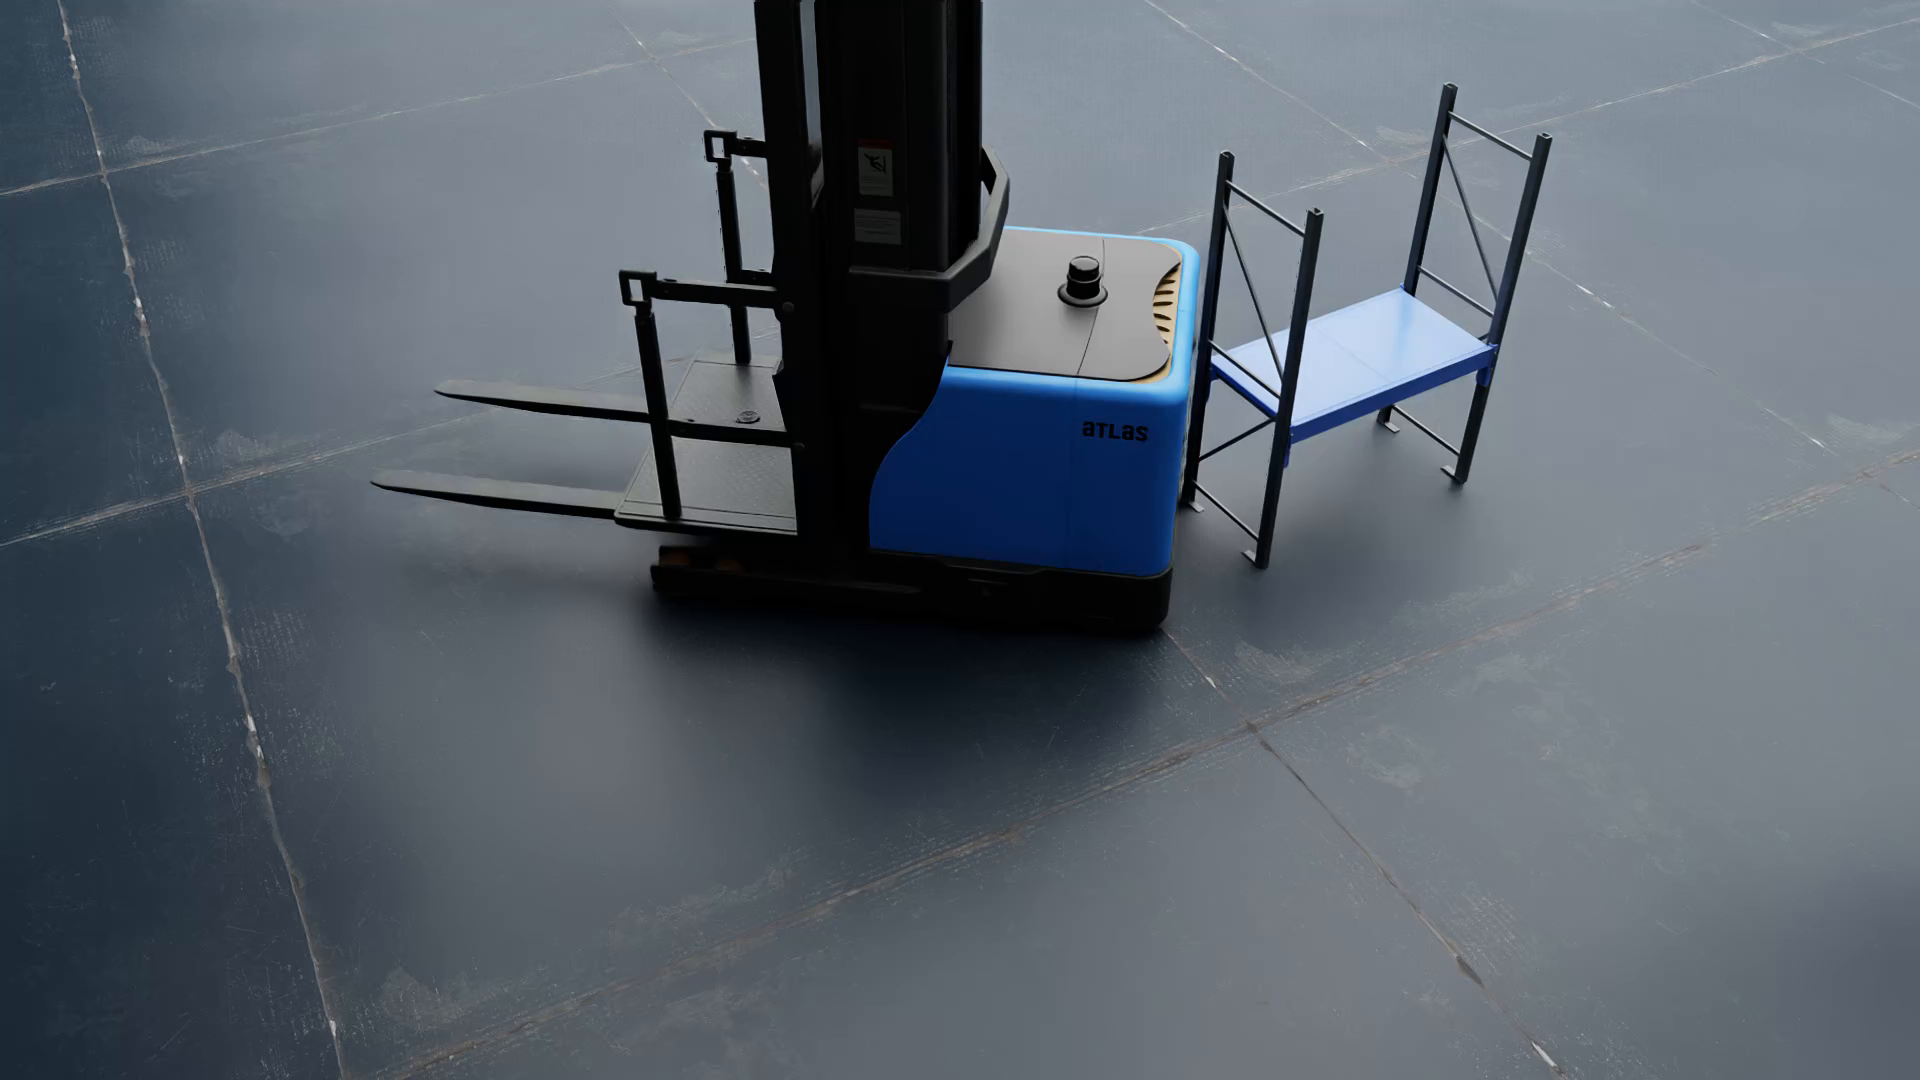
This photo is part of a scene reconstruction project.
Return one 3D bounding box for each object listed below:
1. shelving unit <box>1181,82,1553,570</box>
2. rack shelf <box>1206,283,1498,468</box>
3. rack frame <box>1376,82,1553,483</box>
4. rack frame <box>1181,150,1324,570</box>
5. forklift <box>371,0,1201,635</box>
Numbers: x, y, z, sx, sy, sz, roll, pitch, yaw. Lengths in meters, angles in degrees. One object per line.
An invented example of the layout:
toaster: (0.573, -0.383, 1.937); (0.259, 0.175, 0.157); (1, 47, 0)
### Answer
shelving unit: (1.453, -0.772, 6.132); (1.048, 1.500, 0.538); (-21, 45, -23)
rack shelf: (1.453, -0.635, 6.248); (1.000, 0.185, 0.538); (-21, 45, -23)
rack frame: (1.888, -0.942, 6.332); (0.032, 1.500, 0.500); (-21, 45, -23)
rack frame: (1.017, -0.602, 5.931); (0.032, 1.500, 0.500); (-21, 45, -23)
forklift: (-0.685, -1.225, 5.559); (3.031, 2.935, 1.130); (6, 41, 7)
